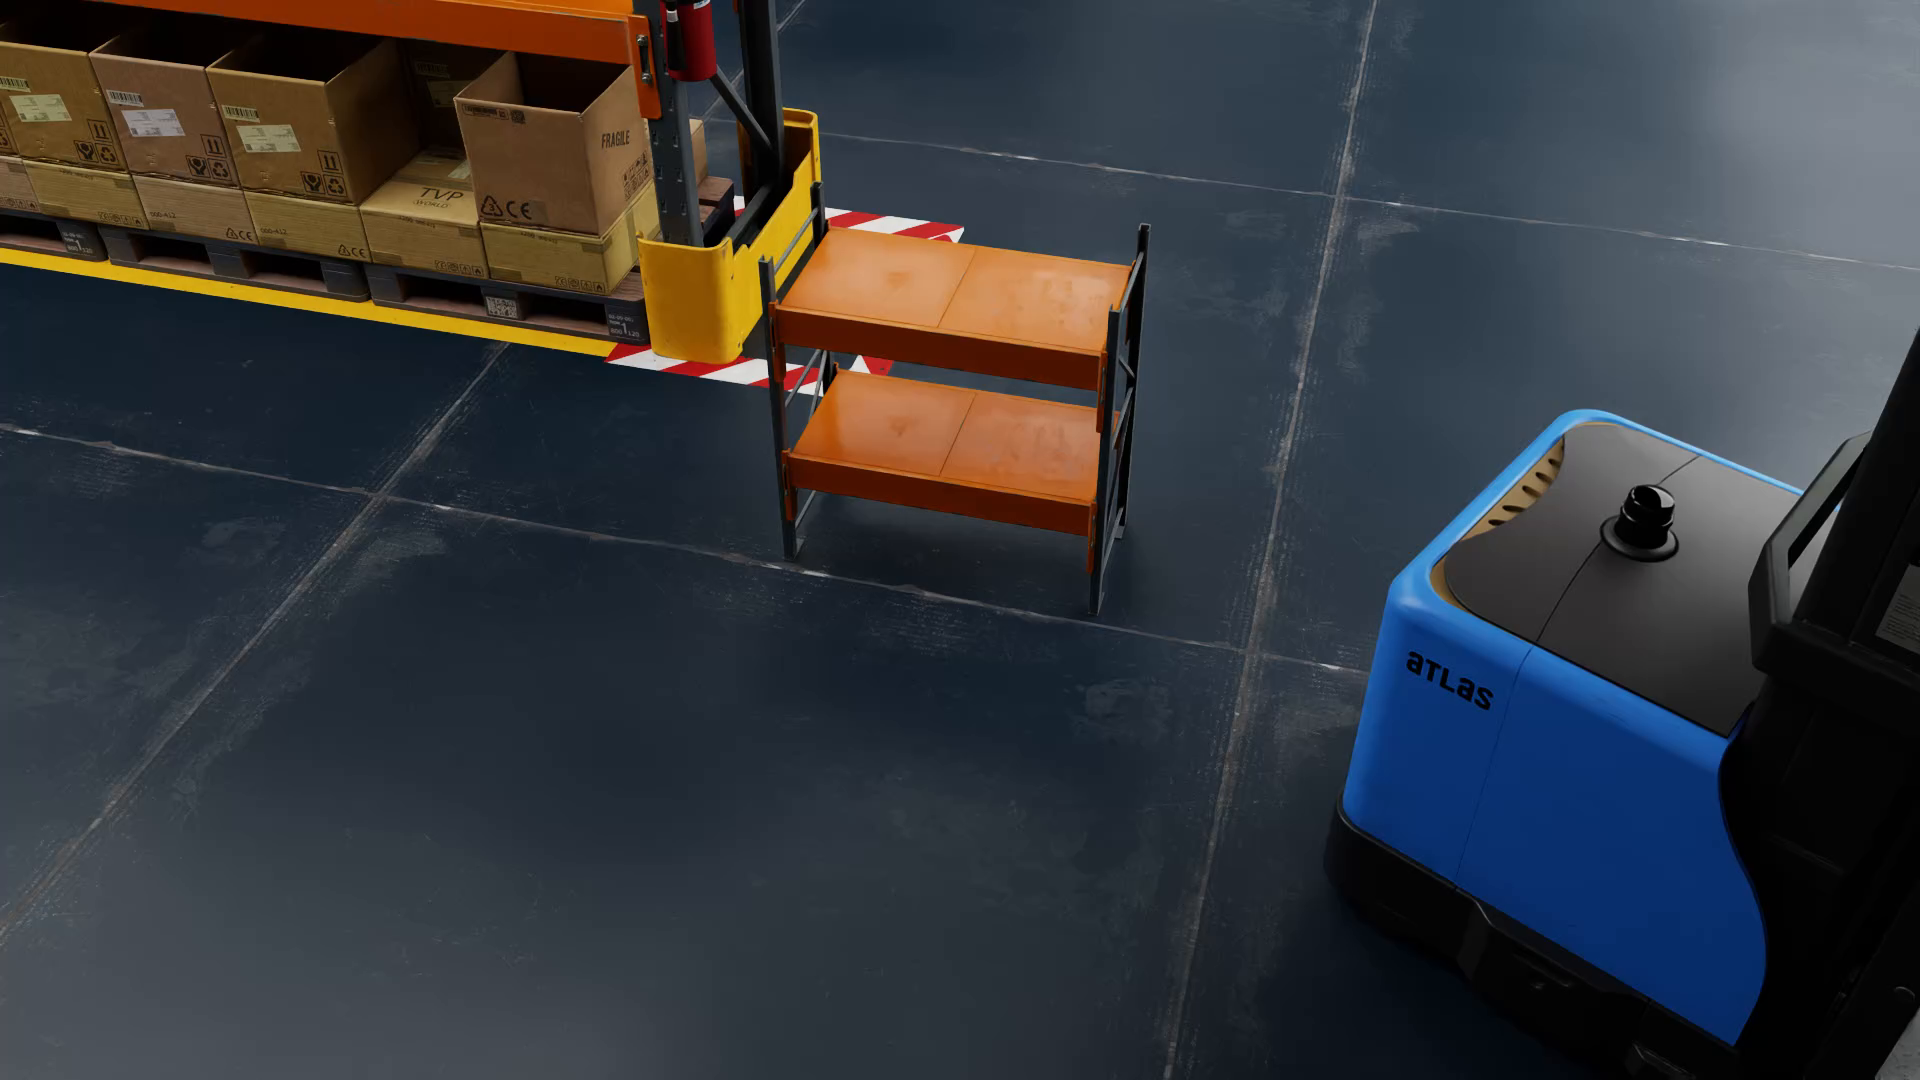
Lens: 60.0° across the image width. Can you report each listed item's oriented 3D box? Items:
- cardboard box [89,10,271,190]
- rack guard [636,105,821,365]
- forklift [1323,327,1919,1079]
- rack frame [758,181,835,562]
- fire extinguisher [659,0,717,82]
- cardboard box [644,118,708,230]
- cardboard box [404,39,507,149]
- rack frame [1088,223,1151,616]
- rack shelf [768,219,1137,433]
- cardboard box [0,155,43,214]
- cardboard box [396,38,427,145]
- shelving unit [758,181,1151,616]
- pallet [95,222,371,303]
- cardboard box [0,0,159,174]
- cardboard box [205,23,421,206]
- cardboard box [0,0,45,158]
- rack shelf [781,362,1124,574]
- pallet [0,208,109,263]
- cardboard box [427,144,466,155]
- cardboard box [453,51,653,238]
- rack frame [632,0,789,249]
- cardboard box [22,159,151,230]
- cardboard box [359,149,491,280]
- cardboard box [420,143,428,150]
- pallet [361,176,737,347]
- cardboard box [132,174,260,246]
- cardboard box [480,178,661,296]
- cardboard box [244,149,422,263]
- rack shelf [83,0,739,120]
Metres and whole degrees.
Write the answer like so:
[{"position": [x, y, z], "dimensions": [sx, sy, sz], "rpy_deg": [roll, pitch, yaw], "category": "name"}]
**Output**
[{"position": [-2.959, -1.741, 6.513], "dimensions": [0.500, 0.500, 0.500], "rpy_deg": [10, 41, 11], "category": "cardboard box"}, {"position": [-0.888, -1.240, 6.631], "dimensions": [0.348, 0.500, 1.175], "rpy_deg": [10, 41, 11], "category": "rack guard"}, {"position": [2.405, 0.191, 3.037], "dimensions": [3.031, 2.935, 1.130], "rpy_deg": [29, 48, 30], "category": "forklift"}, {"position": [-0.498, -0.516, 5.284], "dimensions": [0.032, 1.125, 0.500], "rpy_deg": [10, 41, 11], "category": "rack frame"}, {"position": [-0.917, -1.863, 5.490], "dimensions": [0.183, 0.674, 0.296], "rpy_deg": [10, 41, 11], "category": "fire extinguisher"}, {"position": [-1.372, -1.536, 6.852], "dimensions": [0.500, 0.250, 0.500], "rpy_deg": [10, 41, 11], "category": "cardboard box"}, {"position": [-1.856, -1.905, 6.708], "dimensions": [0.500, 0.500, 0.500], "rpy_deg": [10, 41, 11], "category": "cardboard box"}, {"position": [0.485, -0.347, 5.083], "dimensions": [0.032, 1.125, 0.500], "rpy_deg": [10, 41, 11], "category": "rack frame"}, {"position": [-0.007, -0.656, 4.995], "dimensions": [1.000, 0.278, 0.538], "rpy_deg": [10, 41, 11], "category": "rack shelf"}, {"position": [-3.924, -1.622, 6.954], "dimensions": [0.500, 0.250, 0.500], "rpy_deg": [10, 41, 11], "category": "cardboard box"}, {"position": [-2.342, -1.980, 6.798], "dimensions": [0.500, 0.500, 0.500], "rpy_deg": [10, 41, 11], "category": "cardboard box"}, {"position": [-0.007, -0.432, 5.183], "dimensions": [1.048, 1.125, 0.538], "rpy_deg": [10, 41, 11], "category": "shelving unit"}, {"position": [-2.836, -1.438, 7.092], "dimensions": [1.213, 0.211, 1.003], "rpy_deg": [10, 41, 11], "category": "pallet"}, {"position": [-3.442, -1.823, 6.611], "dimensions": [0.500, 0.500, 0.500], "rpy_deg": [10, 41, 11], "category": "cardboard box"}, {"position": [-2.476, -1.657, 6.413], "dimensions": [0.500, 0.500, 0.500], "rpy_deg": [10, 41, 11], "category": "cardboard box"}, {"position": [-3.923, -1.911, 6.715], "dimensions": [0.500, 0.500, 0.500], "rpy_deg": [10, 41, 11], "category": "cardboard box"}, {"position": [-0.007, -0.245, 5.341], "dimensions": [1.000, 0.278, 0.538], "rpy_deg": [10, 41, 11], "category": "rack shelf"}, {"position": [-4.018, -1.640, 7.332], "dimensions": [1.213, 0.211, 1.003], "rpy_deg": [10, 41, 11], "category": "pallet"}, {"position": [-1.856, -1.617, 6.948], "dimensions": [0.500, 0.250, 0.500], "rpy_deg": [10, 41, 11], "category": "cardboard box"}, {"position": [-1.506, -1.500, 6.226], "dimensions": [0.500, 0.500, 0.500], "rpy_deg": [10, 41, 11], "category": "cardboard box"}, {"position": [-0.911, -2.201, 5.832], "dimensions": [0.127, 3.000, 1.000], "rpy_deg": [10, 41, 11], "category": "rack frame"}, {"position": [-3.443, -1.536, 6.851], "dimensions": [0.500, 0.250, 0.500], "rpy_deg": [10, 41, 11], "category": "cardboard box"}, {"position": [-1.992, -1.290, 6.559], "dimensions": [0.500, 0.250, 0.500], "rpy_deg": [10, 41, 11], "category": "cardboard box"}, {"position": [-2.339, -1.700, 7.048], "dimensions": [0.500, 0.250, 0.500], "rpy_deg": [10, 41, 11], "category": "cardboard box"}, {"position": [-1.661, -1.234, 6.849], "dimensions": [1.213, 0.211, 1.003], "rpy_deg": [10, 41, 11], "category": "pallet"}, {"position": [-2.958, -1.456, 6.757], "dimensions": [0.500, 0.250, 0.500], "rpy_deg": [10, 41, 11], "category": "cardboard box"}, {"position": [-1.506, -1.214, 6.469], "dimensions": [0.500, 0.250, 0.500], "rpy_deg": [10, 41, 11], "category": "cardboard box"}, {"position": [-2.475, -1.372, 6.657], "dimensions": [0.500, 0.250, 0.500], "rpy_deg": [10, 41, 11], "category": "cardboard box"}, {"position": [-2.844, -2.258, 6.459], "dimensions": [4.000, 0.370, 1.077], "rpy_deg": [10, 41, 11], "category": "rack shelf"}]
